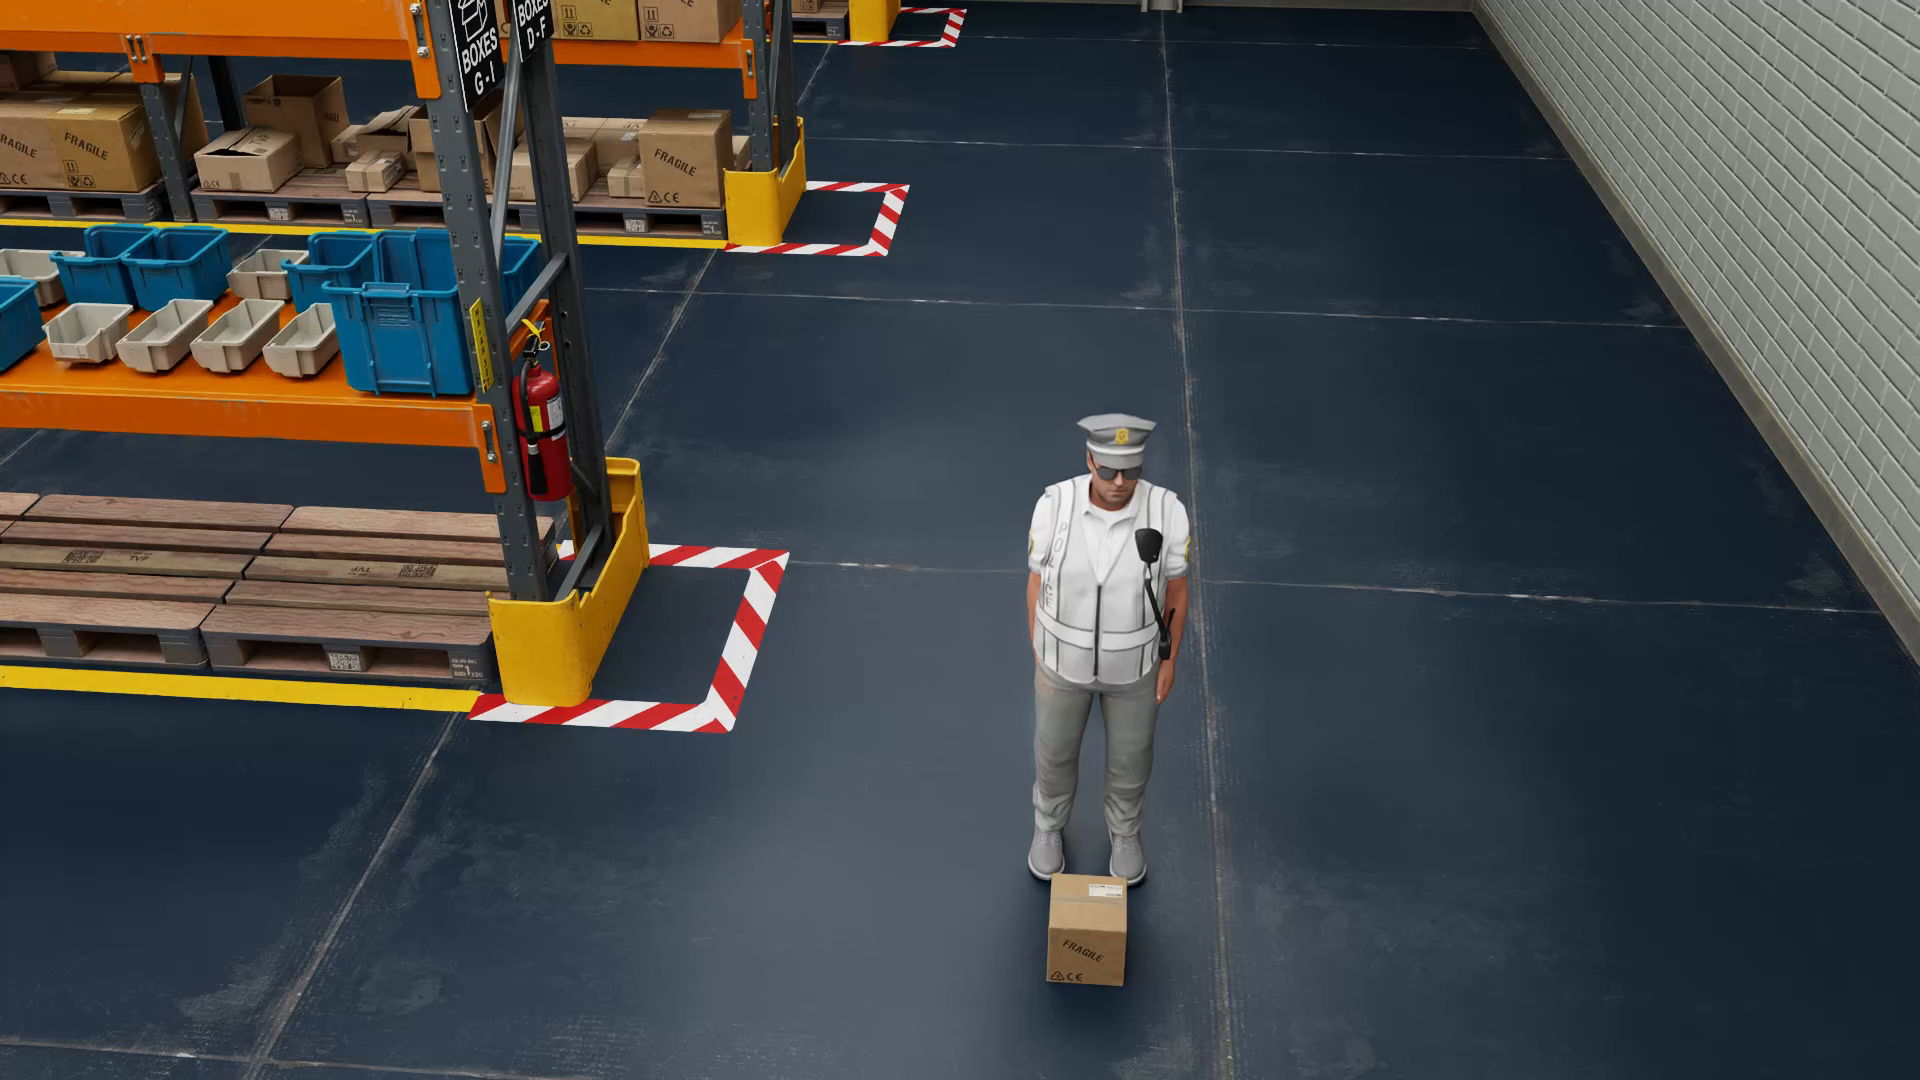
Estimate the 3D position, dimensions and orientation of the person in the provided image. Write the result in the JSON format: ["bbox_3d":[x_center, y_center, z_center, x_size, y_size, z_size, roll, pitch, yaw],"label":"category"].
[{"bbox_3d":[0.476,0.380,5.507,0.525,1.759,0.393,3,32,5],"label":"person"}]
